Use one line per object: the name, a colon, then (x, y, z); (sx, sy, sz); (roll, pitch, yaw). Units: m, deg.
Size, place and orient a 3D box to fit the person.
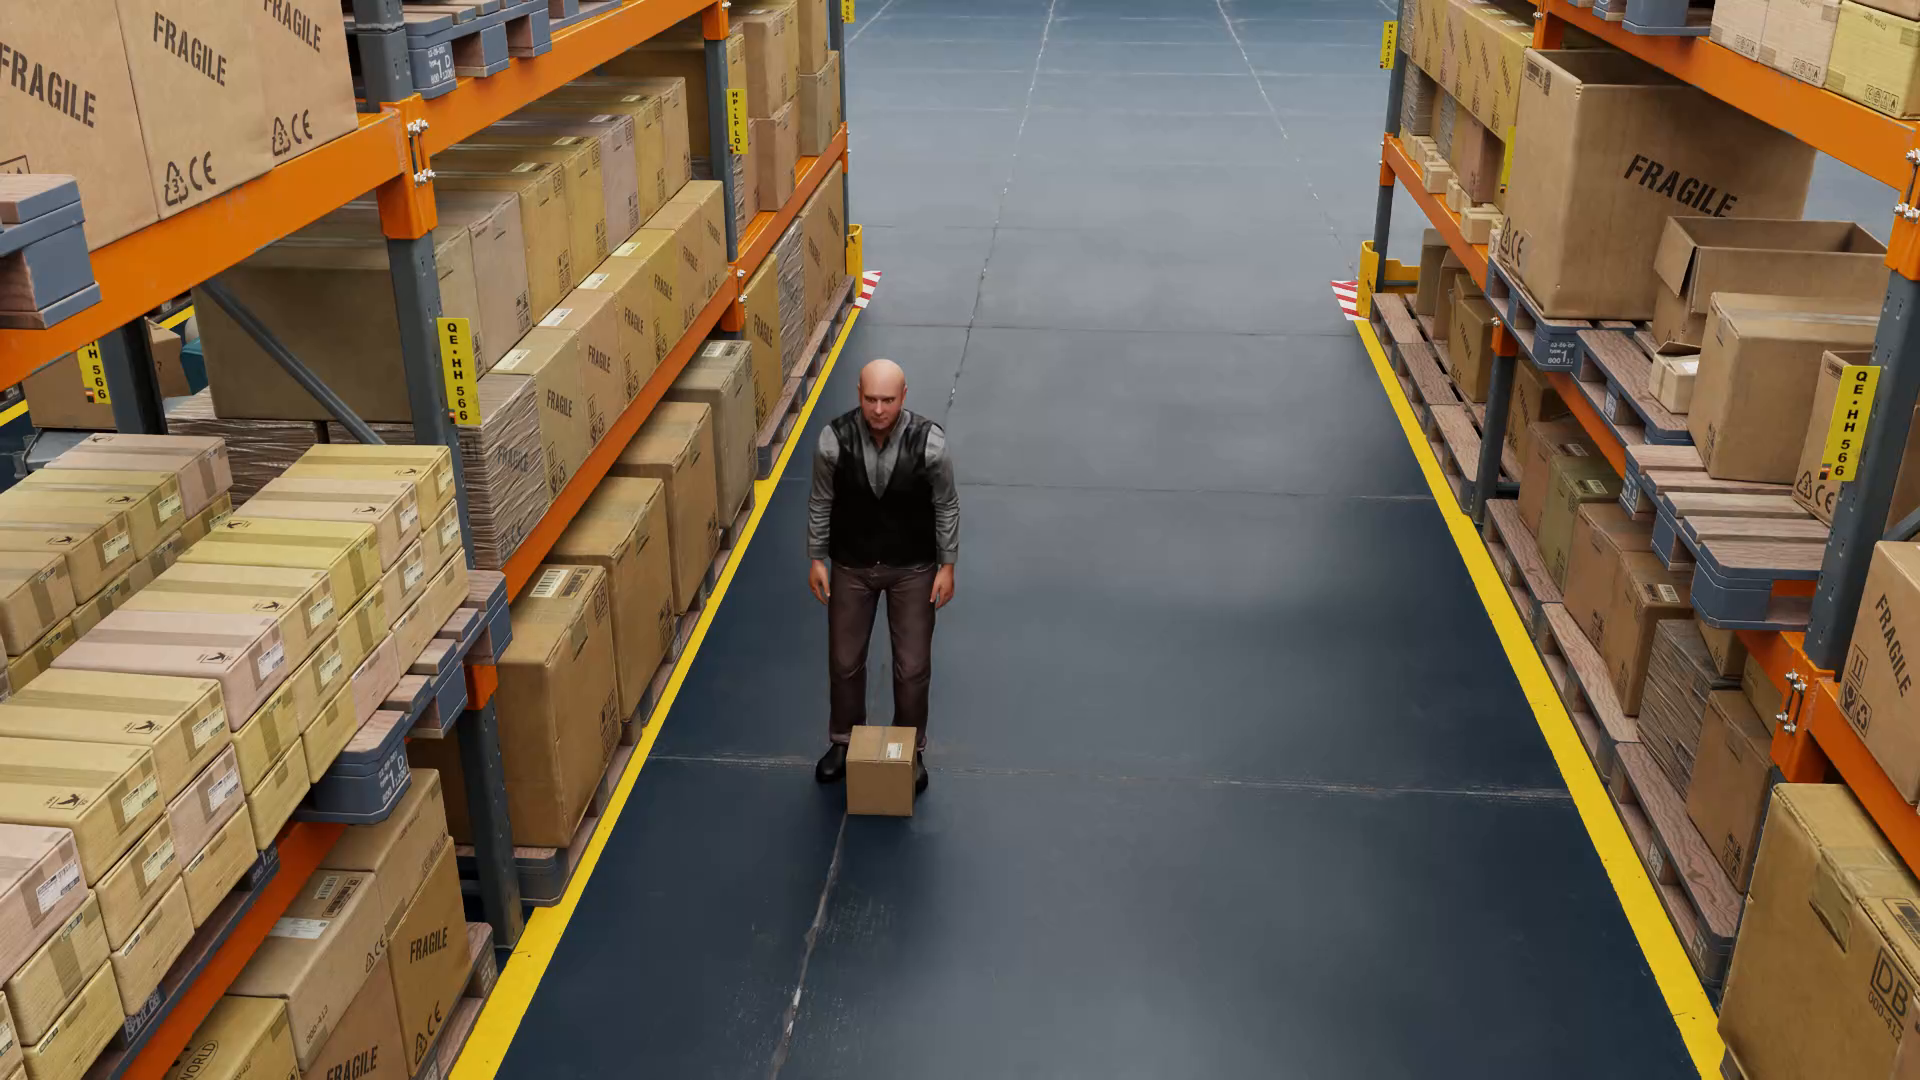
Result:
person: (-0.293, 0.117, 6.374); (0.580, 1.721, 0.460); (2, 24, 4)
